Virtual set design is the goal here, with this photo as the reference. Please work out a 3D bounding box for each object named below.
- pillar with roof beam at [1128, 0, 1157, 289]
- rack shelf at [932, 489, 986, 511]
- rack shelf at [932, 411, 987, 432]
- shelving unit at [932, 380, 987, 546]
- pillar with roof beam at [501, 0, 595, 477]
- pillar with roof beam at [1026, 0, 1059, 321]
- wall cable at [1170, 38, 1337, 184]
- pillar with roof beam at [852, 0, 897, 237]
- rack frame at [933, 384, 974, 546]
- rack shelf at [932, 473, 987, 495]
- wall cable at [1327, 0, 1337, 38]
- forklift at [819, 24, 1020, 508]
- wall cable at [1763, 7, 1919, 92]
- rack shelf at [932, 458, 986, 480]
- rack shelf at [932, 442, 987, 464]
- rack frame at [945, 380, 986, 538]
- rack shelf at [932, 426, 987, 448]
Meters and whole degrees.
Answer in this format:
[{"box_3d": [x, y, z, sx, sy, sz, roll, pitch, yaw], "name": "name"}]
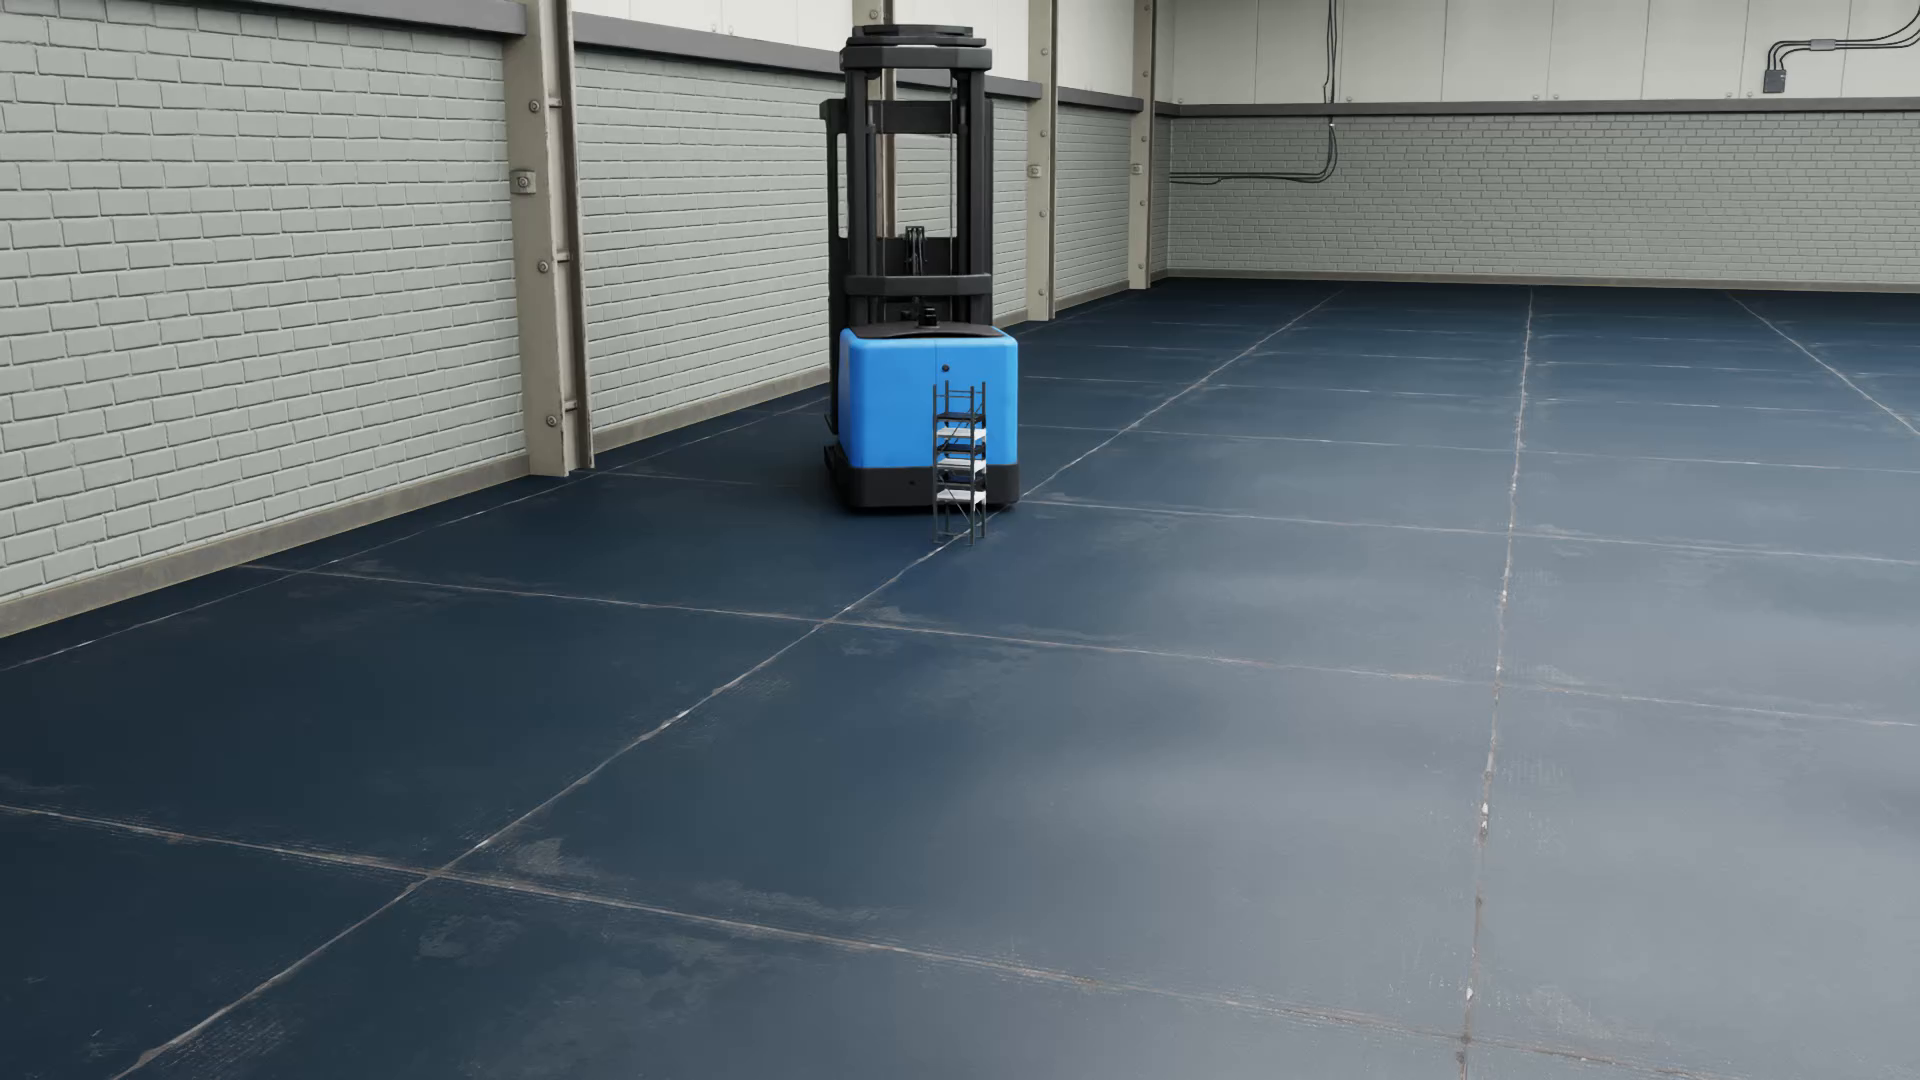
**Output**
[{"box_3d": [7.108, -8.354, 25.865, 9.100, 9.000, 0.400, 4, 14, 18], "name": "pillar with roof beam"}, {"box_3d": [-0.003, -0.229, 9.428, 0.258, 0.077, 0.200, 4, 14, 18], "name": "rack shelf"}, {"box_3d": [-0.003, -0.668, 9.328, 0.258, 0.077, 0.200, 4, 14, 18], "name": "rack shelf"}, {"box_3d": [-0.003, -0.437, 9.380, 0.258, 0.900, 0.210, 4, 14, 18], "name": "shelving unit"}, {"box_3d": [1.284, -4.564, 9.260, 9.100, 9.000, 0.400, 4, 14, 18], "name": "pillar with roof beam"}, {"box_3d": [5.166, -7.090, 20.330, 9.100, 9.000, 0.400, 4, 14, 18], "name": "pillar with roof beam"}, {"box_3d": [5.239, -7.675, 29.869, 3.097, 2.526, 0.112, 4, 14, 18], "name": "wall cable"}, {"box_3d": [3.225, -5.827, 14.795, 9.100, 9.000, 0.400, 4, 14, 18], "name": "pillar with roof beam"}, {"box_3d": [-0.036, -0.416, 9.287, 0.240, 0.900, 0.006, 4, 14, 18], "name": "rack frame"}, {"box_3d": [-0.003, -0.317, 9.408, 0.258, 0.077, 0.200, 4, 14, 18], "name": "rack shelf"}, {"box_3d": [7.799, -9.942, 28.454, 3.097, 2.526, 0.112, 4, 14, 18], "name": "wall cable"}, {"box_3d": [-0.361, -1.902, 11.234, 1.130, 2.935, 3.031, -2, 13, -8], "name": "forklift"}, {"box_3d": [14.216, -10.160, 26.136, 2.305, 6.003, 0.169, 4, 14, 18], "name": "wall cable"}, {"box_3d": [-0.003, -0.405, 9.388, 0.258, 0.077, 0.200, 4, 14, 18], "name": "rack shelf"}, {"box_3d": [-0.003, -0.492, 9.368, 0.258, 0.077, 0.200, 4, 14, 18], "name": "rack shelf"}, {"box_3d": [0.030, -0.458, 9.474, 0.240, 0.900, 0.006, 4, 14, 18], "name": "rack frame"}, {"box_3d": [-0.003, -0.580, 9.348, 0.258, 0.077, 0.200, 4, 14, 18], "name": "rack shelf"}]
